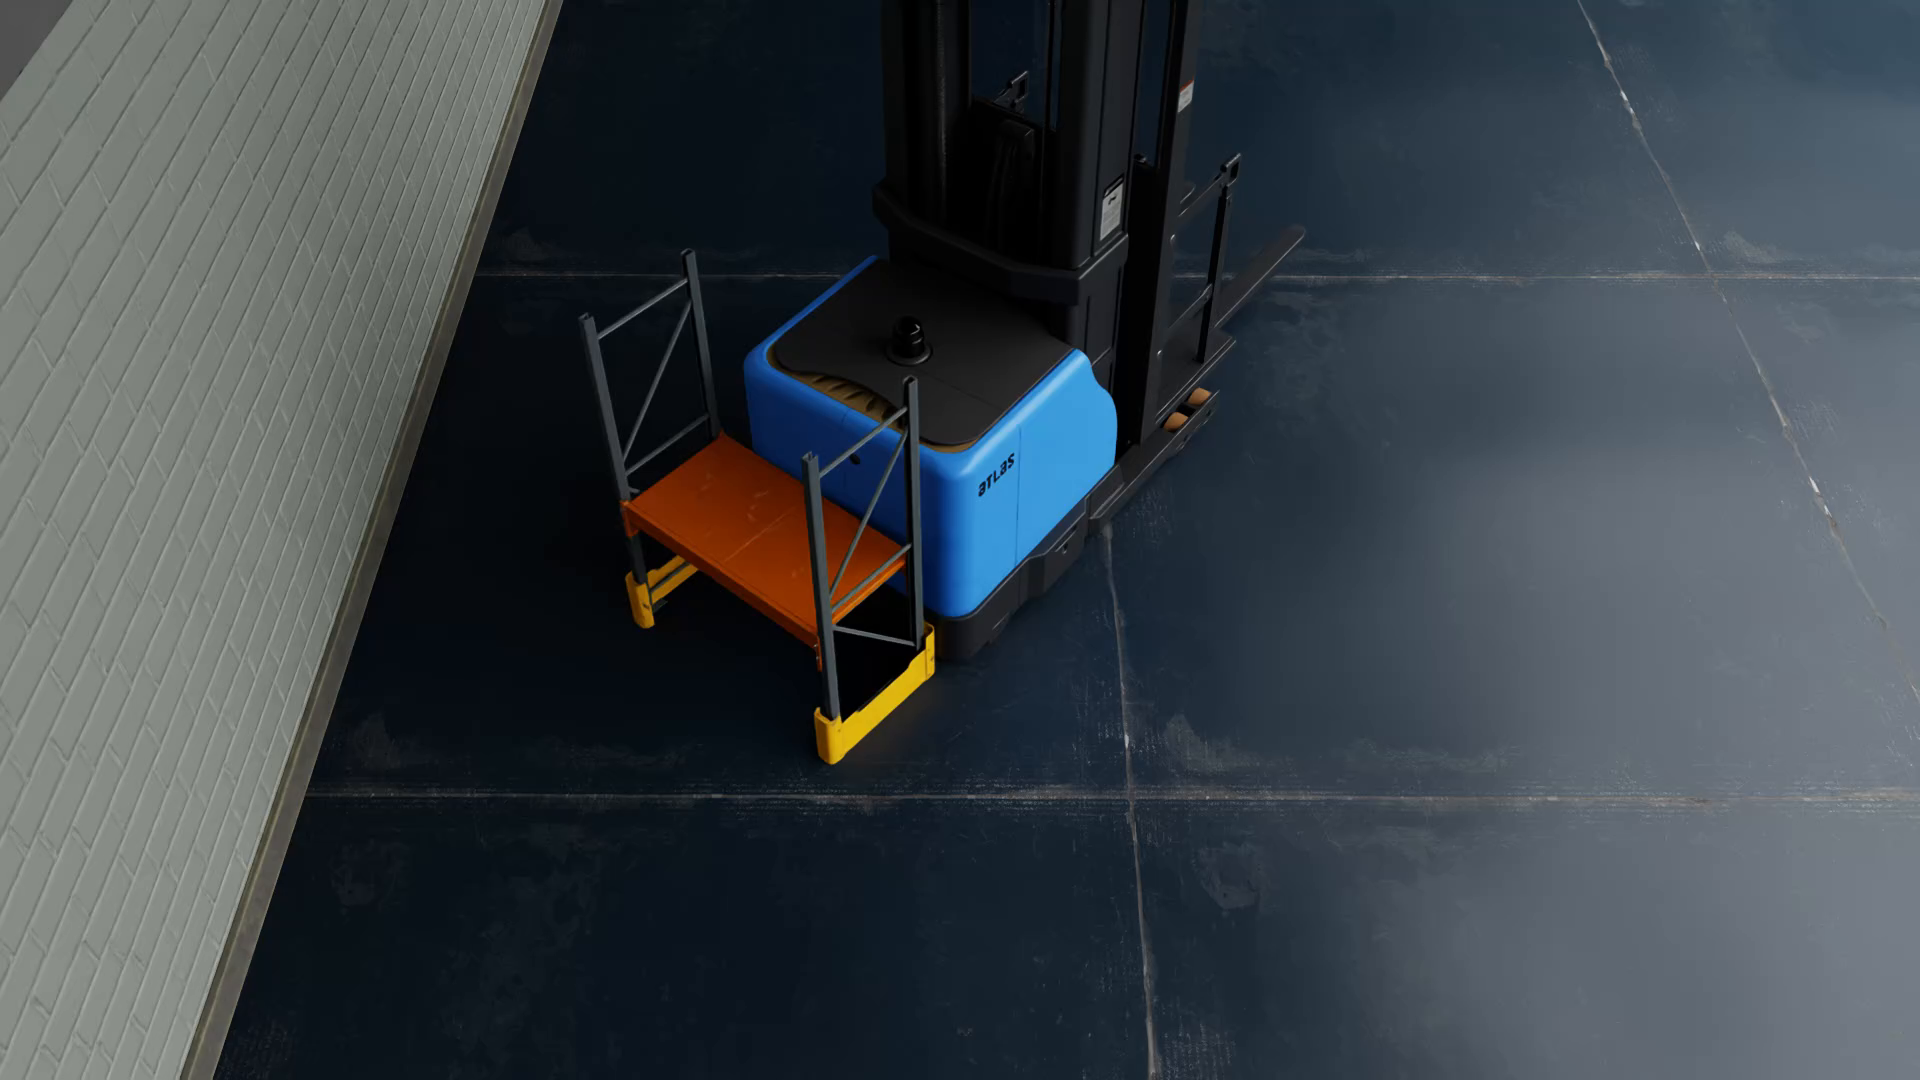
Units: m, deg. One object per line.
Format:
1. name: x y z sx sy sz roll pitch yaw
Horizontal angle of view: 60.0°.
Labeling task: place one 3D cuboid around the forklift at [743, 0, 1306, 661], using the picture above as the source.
1. forklift: 0.478 -1.578 6.297 1.130 2.935 3.031 28 53 24

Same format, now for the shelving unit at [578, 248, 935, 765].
1. shelving unit: -0.688 -0.104 5.903 1.083 1.500 0.587 32 55 26

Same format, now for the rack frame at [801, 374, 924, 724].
1. rack frame: -0.307 0.133 5.683 0.032 1.500 0.500 32 55 26

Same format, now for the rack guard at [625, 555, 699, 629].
1. rack guard: -1.068 0.087 6.579 0.087 0.250 0.587 32 55 26

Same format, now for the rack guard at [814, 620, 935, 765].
1. rack guard: -0.308 0.558 6.141 0.087 0.250 0.587 32 55 26

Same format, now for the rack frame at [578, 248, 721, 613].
1. rack frame: -1.083 -0.348 6.131 0.032 1.500 0.500 32 55 26

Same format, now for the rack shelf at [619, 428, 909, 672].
1. rack shelf: -0.695 0.015 6.038 1.000 0.185 0.538 32 55 26
